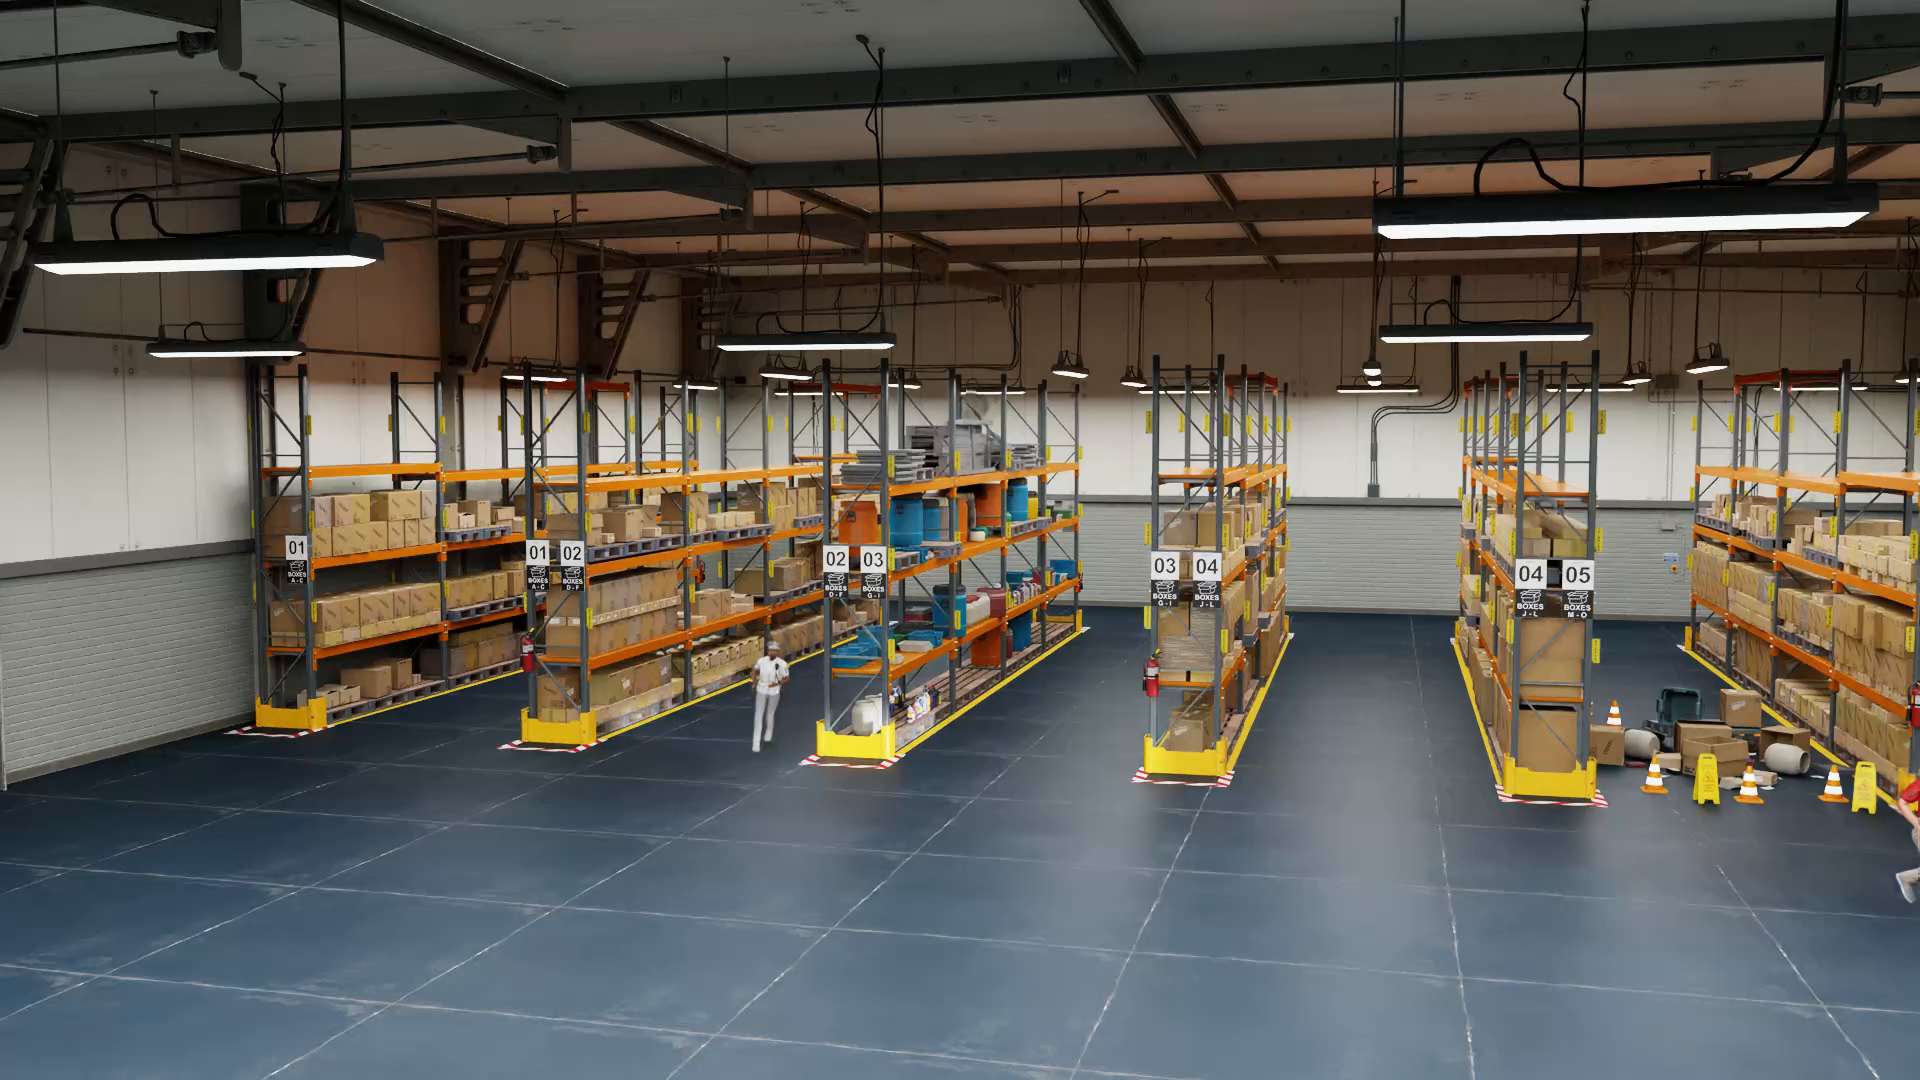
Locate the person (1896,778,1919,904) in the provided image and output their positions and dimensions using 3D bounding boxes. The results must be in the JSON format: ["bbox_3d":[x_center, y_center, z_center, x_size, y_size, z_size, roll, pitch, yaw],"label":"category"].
[{"bbox_3d":[9.827,2.987,16.832,0.666,1.694,0.809,-2,4,-26],"label":"person"}]

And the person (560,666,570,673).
[{"bbox_3d":[-7.022,2.046,30.072,0.656,1.707,0.970,1,4,11],"label":"person"}]

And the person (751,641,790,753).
[{"bbox_3d":[-2.947,2.403,25.829,0.590,1.701,0.877,0,4,1],"label":"person"}]
